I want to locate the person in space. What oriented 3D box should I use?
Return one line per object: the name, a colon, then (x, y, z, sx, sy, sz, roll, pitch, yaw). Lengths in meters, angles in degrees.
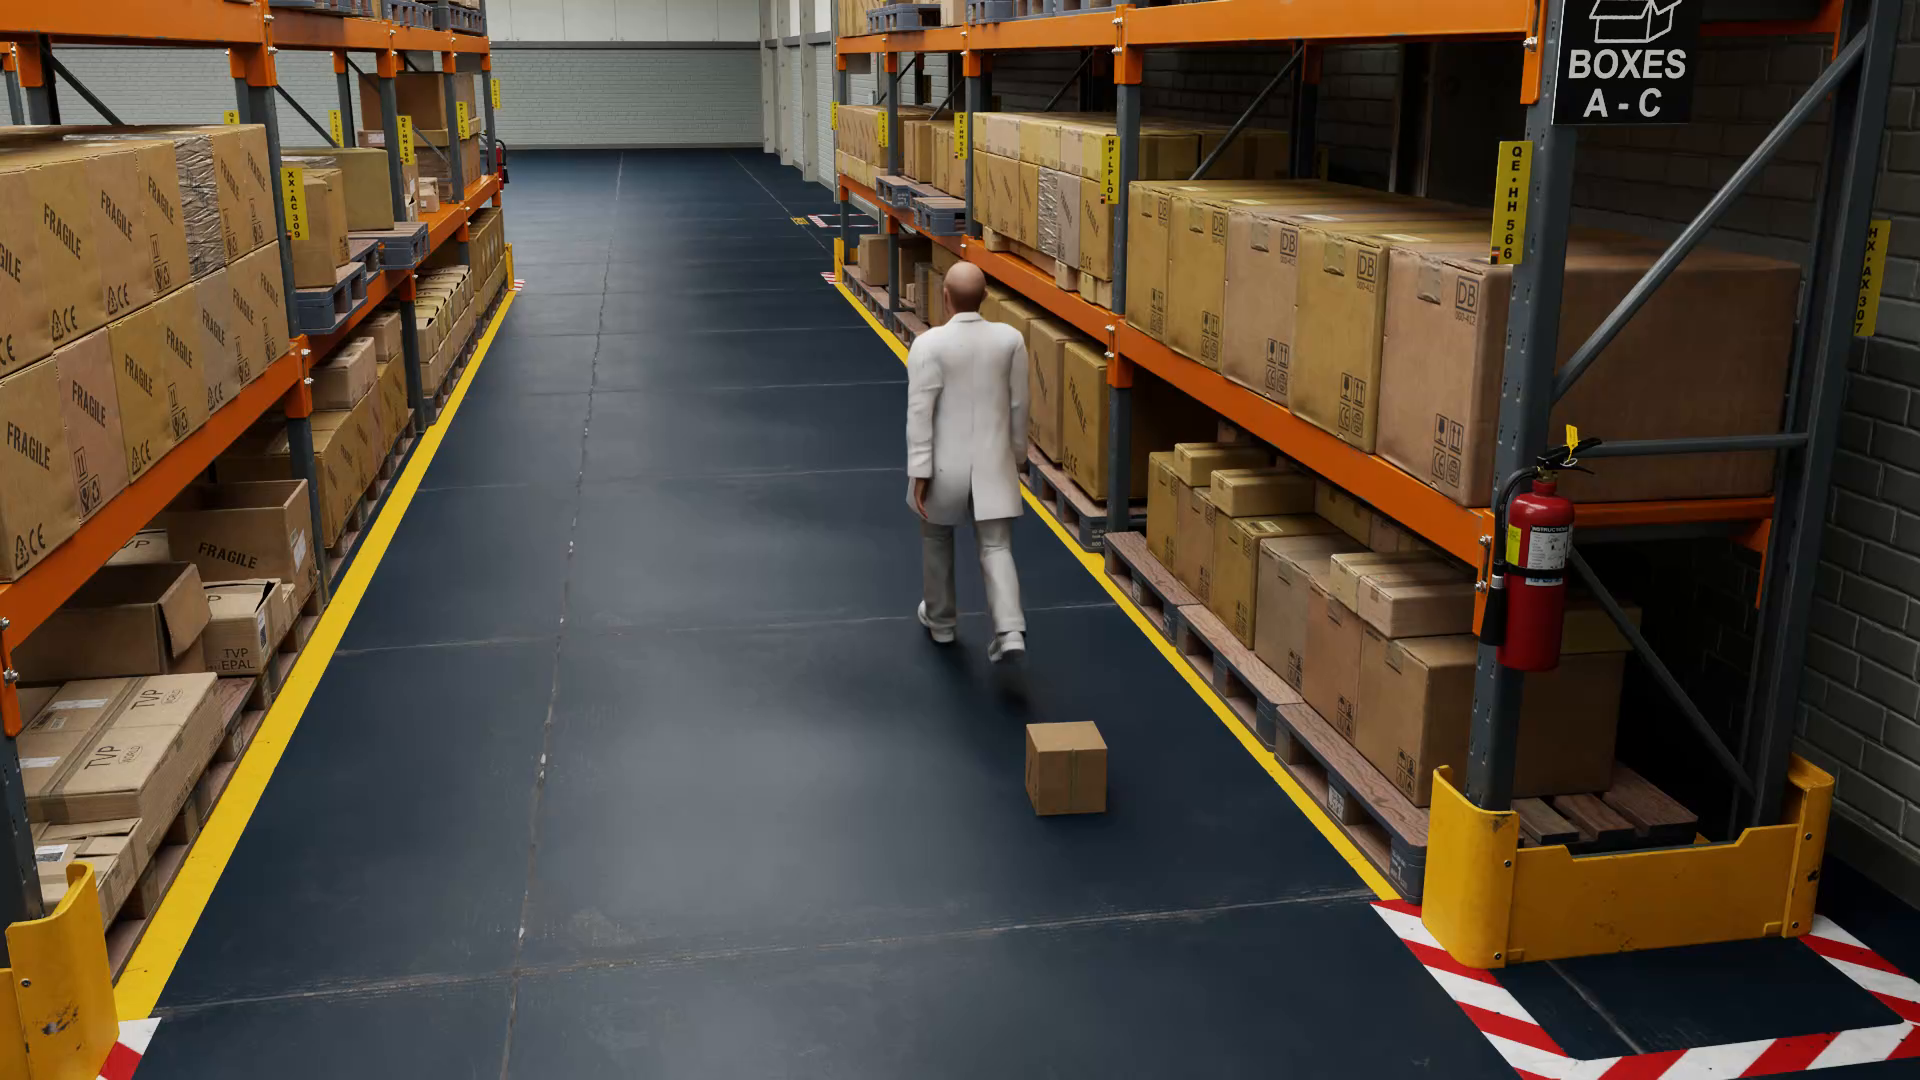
person: (0.040, -0.319, 7.172, 0.570, 1.739, 1.100, -4, 16, -12)
